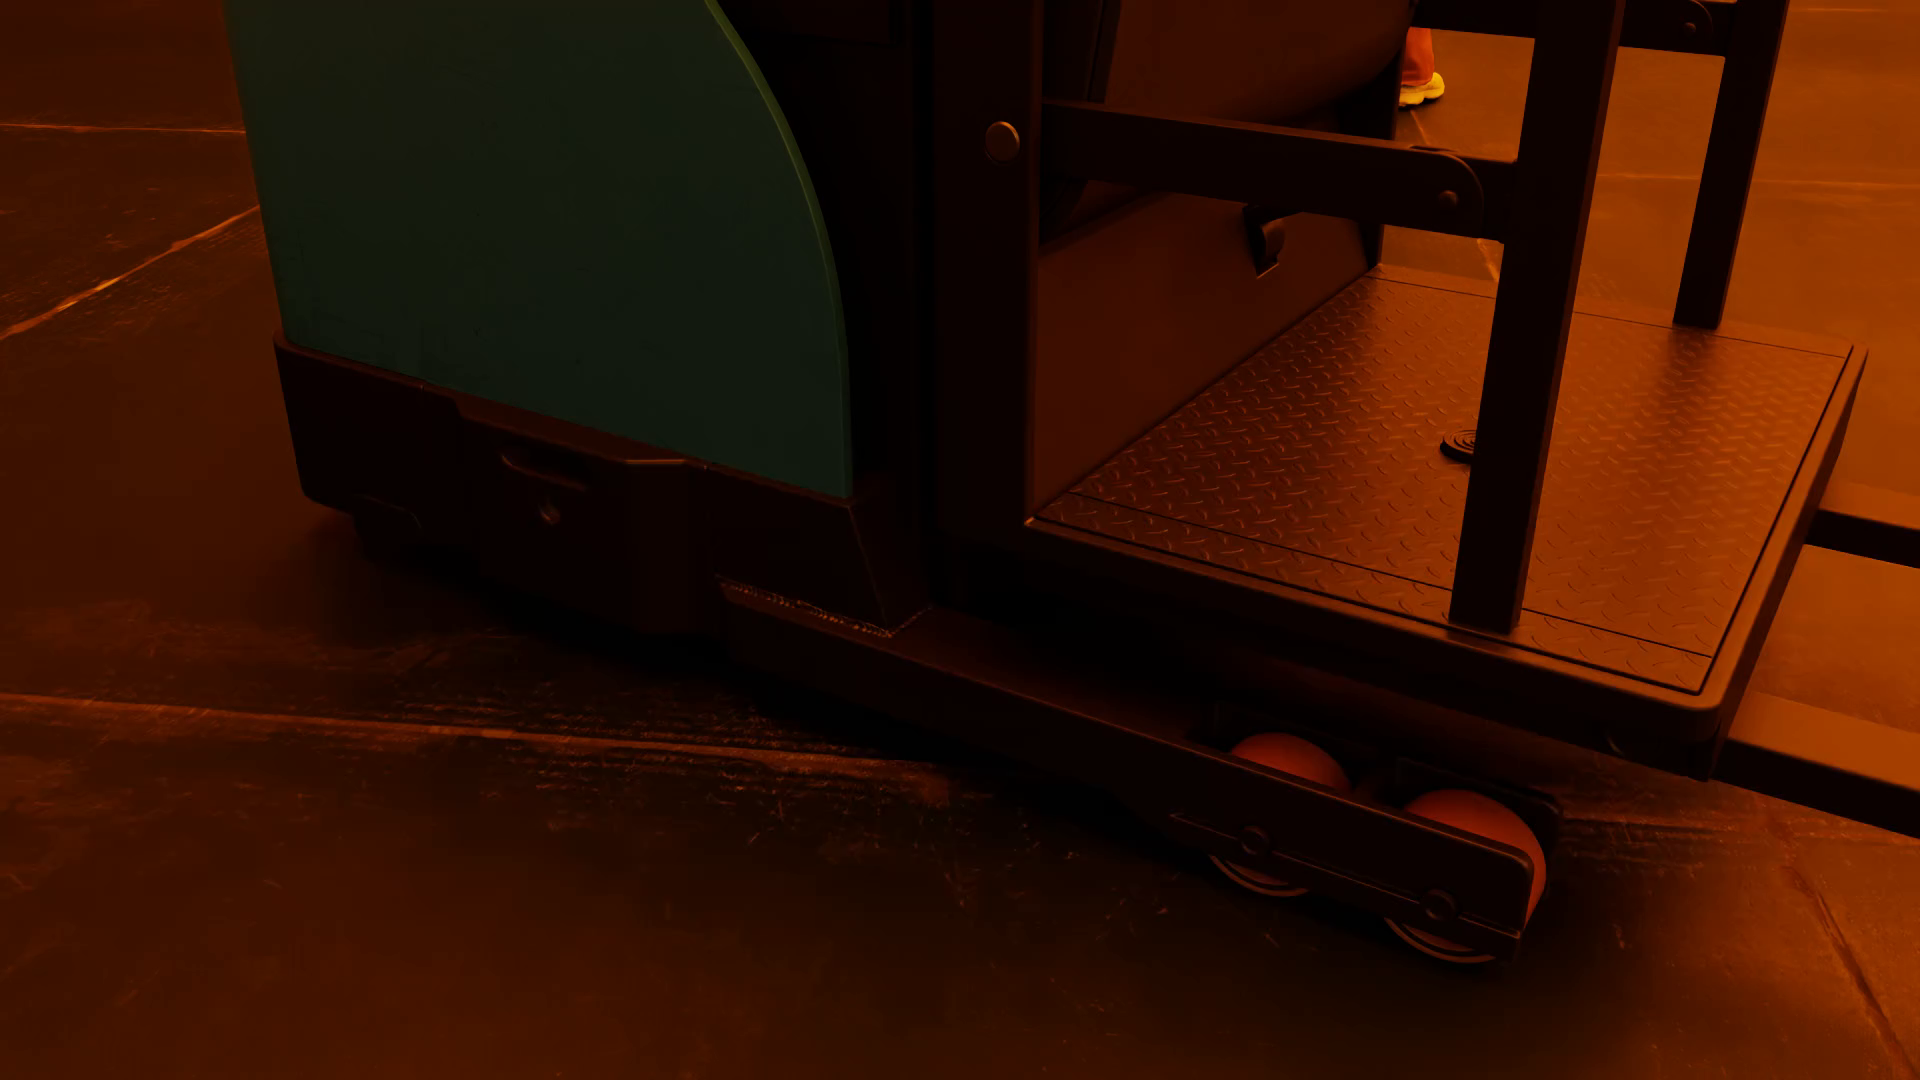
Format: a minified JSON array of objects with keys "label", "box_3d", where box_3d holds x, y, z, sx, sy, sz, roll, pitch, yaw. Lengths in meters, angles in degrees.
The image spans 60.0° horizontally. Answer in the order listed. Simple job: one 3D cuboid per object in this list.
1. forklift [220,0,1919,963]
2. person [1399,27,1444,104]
[{"label":"forklift","box_3d":[0.525,-1.163,1.548,3.031,2.935,1.130,16,31,29]},{"label":"person","box_3d":[1.214,-2.133,4.882,0.554,1.676,0.550,11,28,20]}]
